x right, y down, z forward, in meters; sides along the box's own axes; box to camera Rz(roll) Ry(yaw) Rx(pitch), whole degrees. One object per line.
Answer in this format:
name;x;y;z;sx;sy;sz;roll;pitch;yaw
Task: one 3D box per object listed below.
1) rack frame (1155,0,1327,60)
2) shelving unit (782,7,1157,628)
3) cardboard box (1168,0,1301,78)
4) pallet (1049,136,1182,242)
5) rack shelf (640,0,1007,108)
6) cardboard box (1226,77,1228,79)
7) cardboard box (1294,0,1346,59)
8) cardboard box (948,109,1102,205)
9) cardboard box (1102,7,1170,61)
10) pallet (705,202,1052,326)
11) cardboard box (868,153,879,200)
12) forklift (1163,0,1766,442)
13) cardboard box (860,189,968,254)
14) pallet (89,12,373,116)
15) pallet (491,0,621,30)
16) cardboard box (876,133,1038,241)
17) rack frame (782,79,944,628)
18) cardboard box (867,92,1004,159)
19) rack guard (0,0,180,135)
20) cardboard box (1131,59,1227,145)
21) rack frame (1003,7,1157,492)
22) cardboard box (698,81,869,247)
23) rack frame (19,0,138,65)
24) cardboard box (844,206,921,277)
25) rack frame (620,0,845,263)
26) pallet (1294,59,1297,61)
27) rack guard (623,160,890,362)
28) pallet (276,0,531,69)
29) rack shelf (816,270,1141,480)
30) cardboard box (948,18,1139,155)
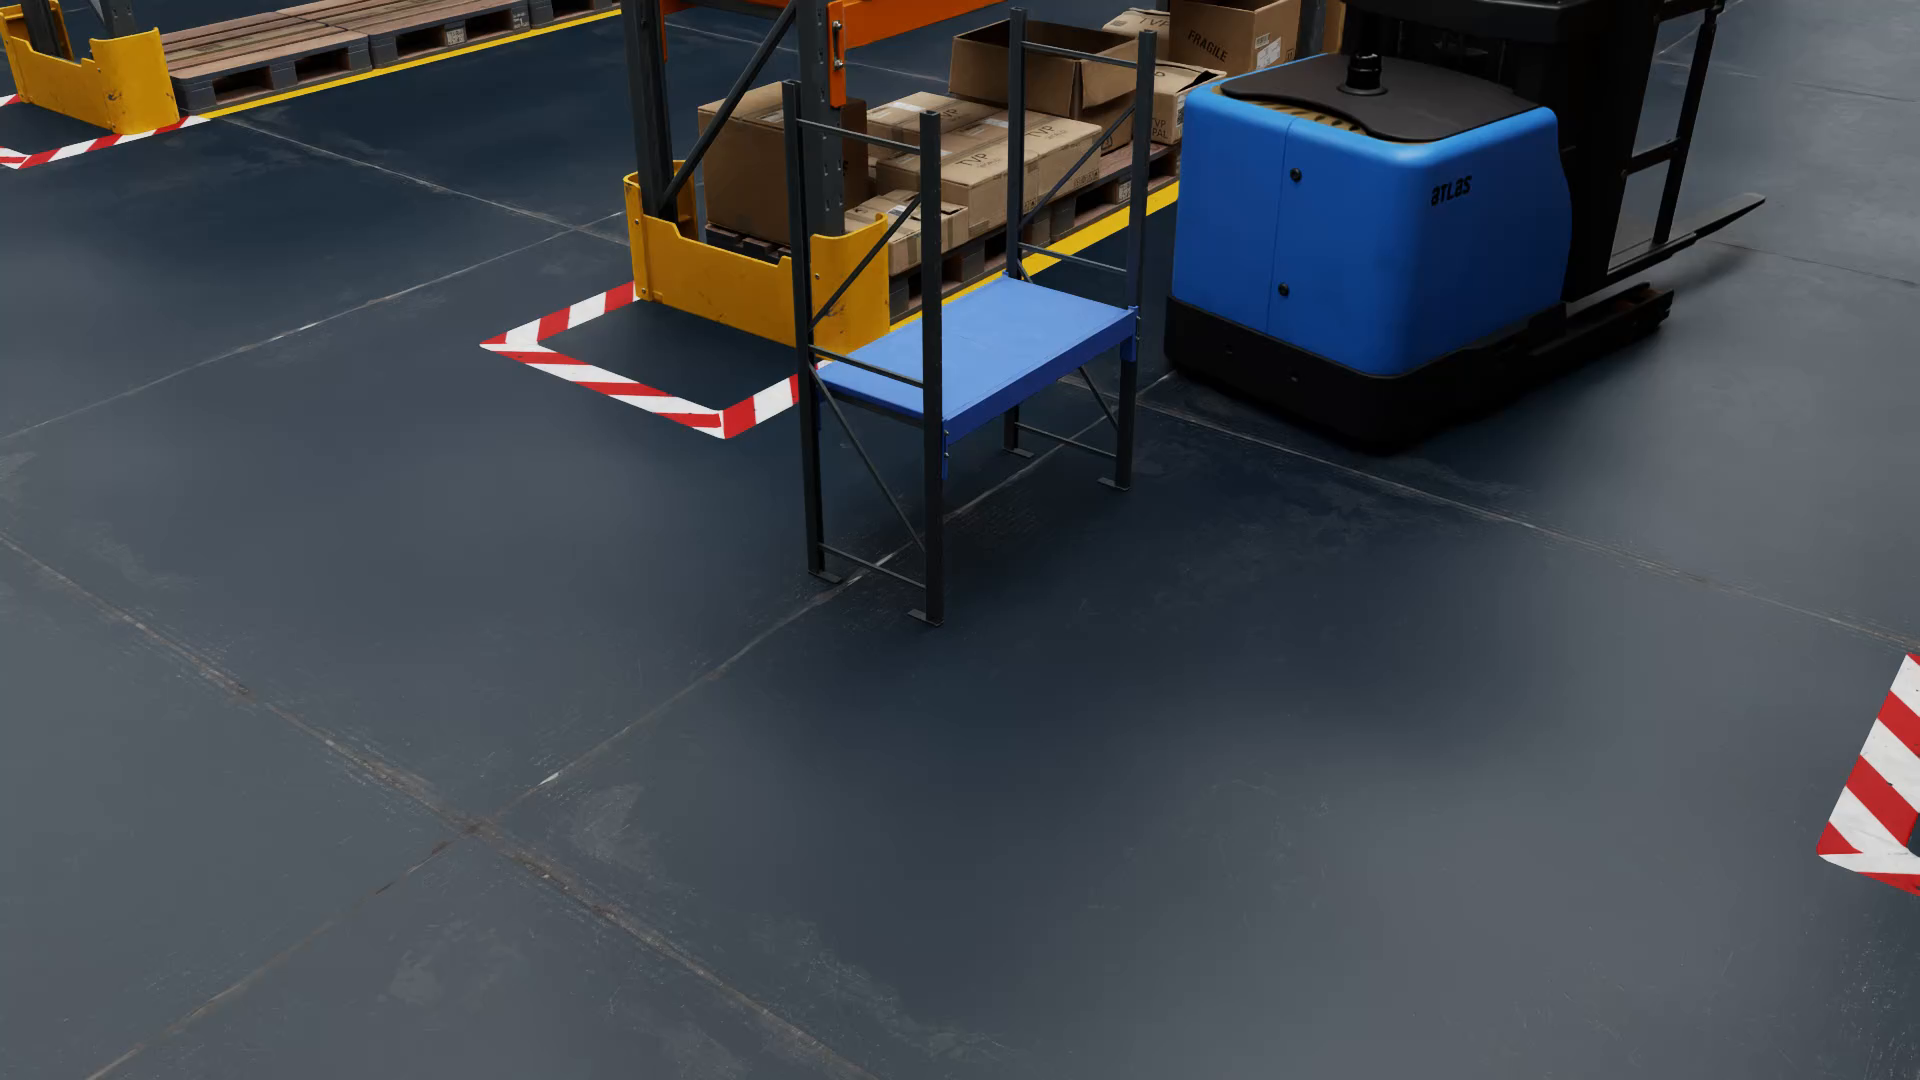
rack frame;1.547;-3.807;8.732;1.000;3.000;0.127;21;37;31
shelving unit;0.051;-0.680;4.926;0.538;1.500;1.048;21;37;31
cardboard box;1.430;-2.602;8.719;0.500;0.500;0.500;21;37;31
pallet;0.396;-1.830;8.132;1.003;0.211;1.213;21;37;31
rack shelf;0.340;-2.685;7.543;1.077;0.370;4.000;21;37;31
cardboard box;1.251;-2.280;8.520;0.380;0.149;0.250;21;37;31
cardboard box;2.034;-3.043;9.462;0.500;0.500;0.500;19;36;29
cardboard box;0.291;-1.728;7.489;0.500;0.250;0.500;21;37;31
cardboard box;1.121;-2.736;9.129;0.500;0.311;0.500;21;37;31
pallet;-0.341;-1.337;7.299;1.003;0.211;1.213;21;37;31
cardboard box;-0.419;-1.585;7.330;0.380;0.166;0.250;21;37;31
forklift;2.217;-2.218;6.118;3.031;2.935;1.130;-24;38;-34
cardboard box;-0.190;-1.318;6.879;0.380;0.166;0.250;21;37;31
pallet;-4.285;-2.831;9.819;1.003;0.211;1.213;21;37;31
pallet;-2.812;-3.823;11.493;1.003;0.211;1.213;21;37;31
cardboard box;-0.011;-1.524;7.146;0.500;0.250;0.500;21;37;31
rack frame;-0.255;-0.473;4.577;0.500;1.500;0.032;21;37;31
cardboard box;-0.138;-1.861;7.714;0.500;0.250;0.500;21;37;31
rack guard;-4.818;-2.618;9.177;1.175;0.500;0.348;21;37;31
cardboard box;0.977;-2.216;8.253;0.500;0.311;0.500;21;37;31
rack frame;0.358;-0.887;5.275;0.500;1.500;0.032;21;37;31
cardboard box;-0.735;-1.592;7.014;0.500;0.500;0.500;21;37;31
rack frame;-4.814;-3.707;8.563;1.000;3.000;0.127;21;37;31
cardboard box;-0.341;-1.208;6.712;0.380;0.149;0.250;21;37;31
rack frame;-0.867;-2.181;5.988;1.000;3.000;0.127;21;37;31
pallet;2.008;-2.950;10.020;1.003;0.211;1.213;21;37;31
rack guard;-0.821;-1.137;6.678;1.175;0.500;0.348;21;37;31
pallet;-3.548;-3.325;10.653;1.003;0.211;1.213;21;37;31
rack shelf;0.051;-0.525;5.018;0.538;0.185;1.000;21;37;31
cardboard box;0.417;-2.157;7.965;0.797;0.503;0.637;21;37;31
